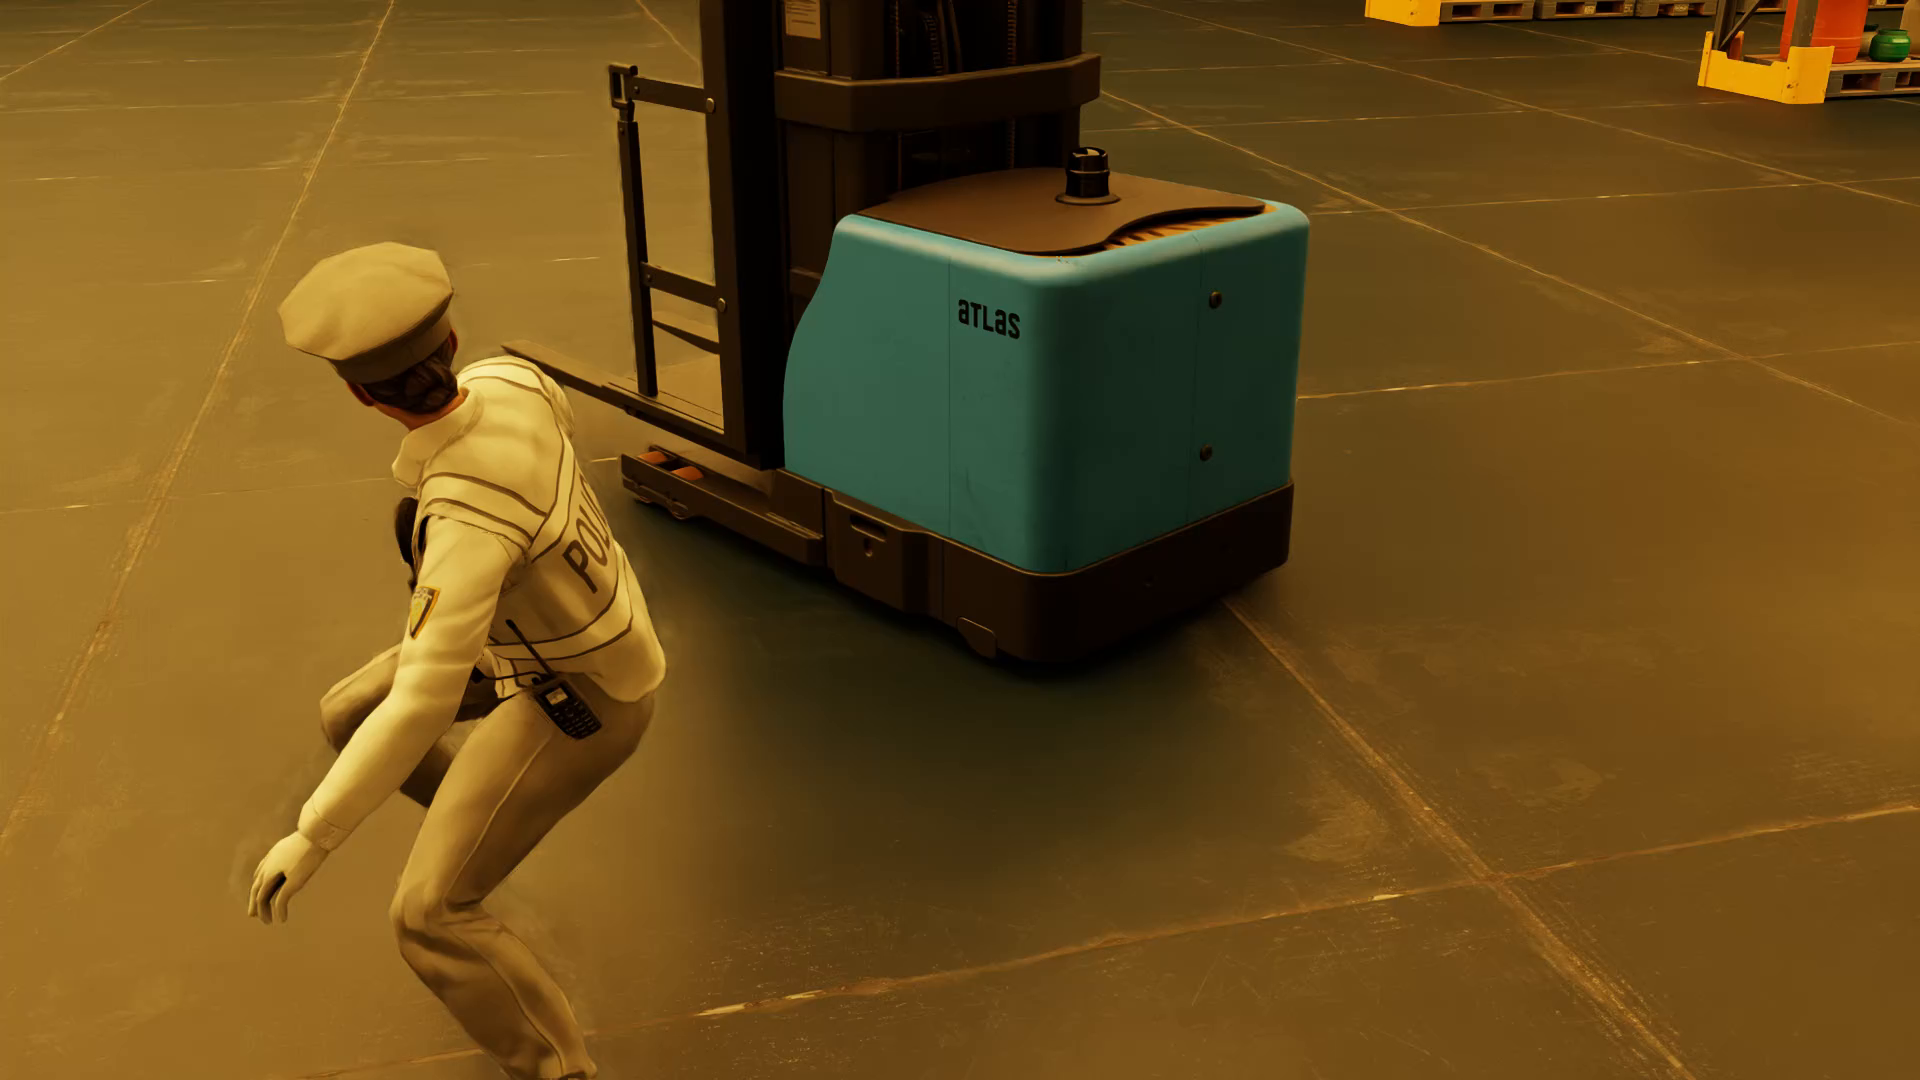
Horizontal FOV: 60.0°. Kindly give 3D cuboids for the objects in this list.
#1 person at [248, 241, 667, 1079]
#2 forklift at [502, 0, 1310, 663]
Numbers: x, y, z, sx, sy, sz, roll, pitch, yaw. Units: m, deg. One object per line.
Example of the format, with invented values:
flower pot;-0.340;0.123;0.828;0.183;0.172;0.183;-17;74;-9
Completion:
person;-0.803;0.251;2.709;0.655;1.469;0.839;-6;24;-14
forklift;-0.434;-1.531;4.906;1.130;2.935;3.031;-20;30;-39
